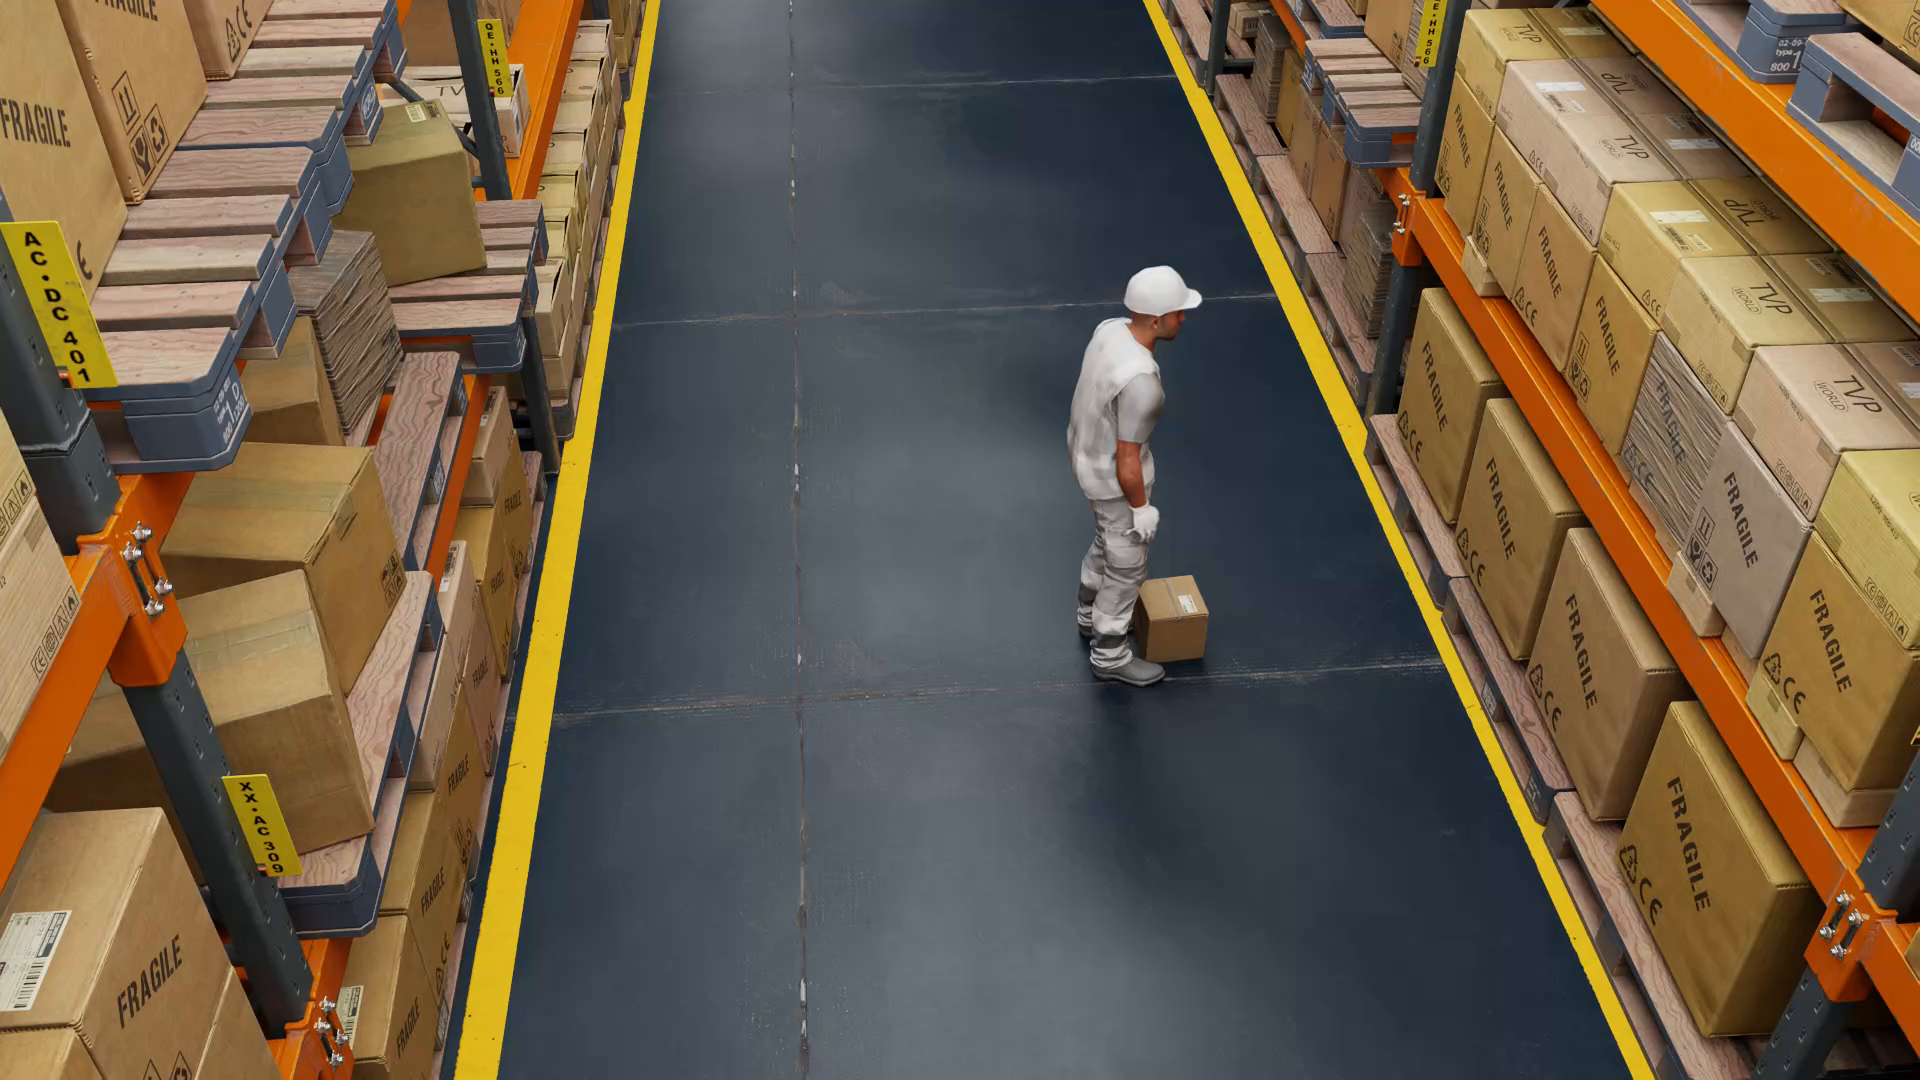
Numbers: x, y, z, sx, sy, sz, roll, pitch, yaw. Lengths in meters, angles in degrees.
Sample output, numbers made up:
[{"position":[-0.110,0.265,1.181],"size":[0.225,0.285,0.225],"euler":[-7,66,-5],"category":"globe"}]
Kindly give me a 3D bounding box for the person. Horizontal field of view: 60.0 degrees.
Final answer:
[{"position":[0.650,-0.252,6.457],"size":[0.456,1.778,0.614],"euler":[-4,39,-4],"category":"person"}]
